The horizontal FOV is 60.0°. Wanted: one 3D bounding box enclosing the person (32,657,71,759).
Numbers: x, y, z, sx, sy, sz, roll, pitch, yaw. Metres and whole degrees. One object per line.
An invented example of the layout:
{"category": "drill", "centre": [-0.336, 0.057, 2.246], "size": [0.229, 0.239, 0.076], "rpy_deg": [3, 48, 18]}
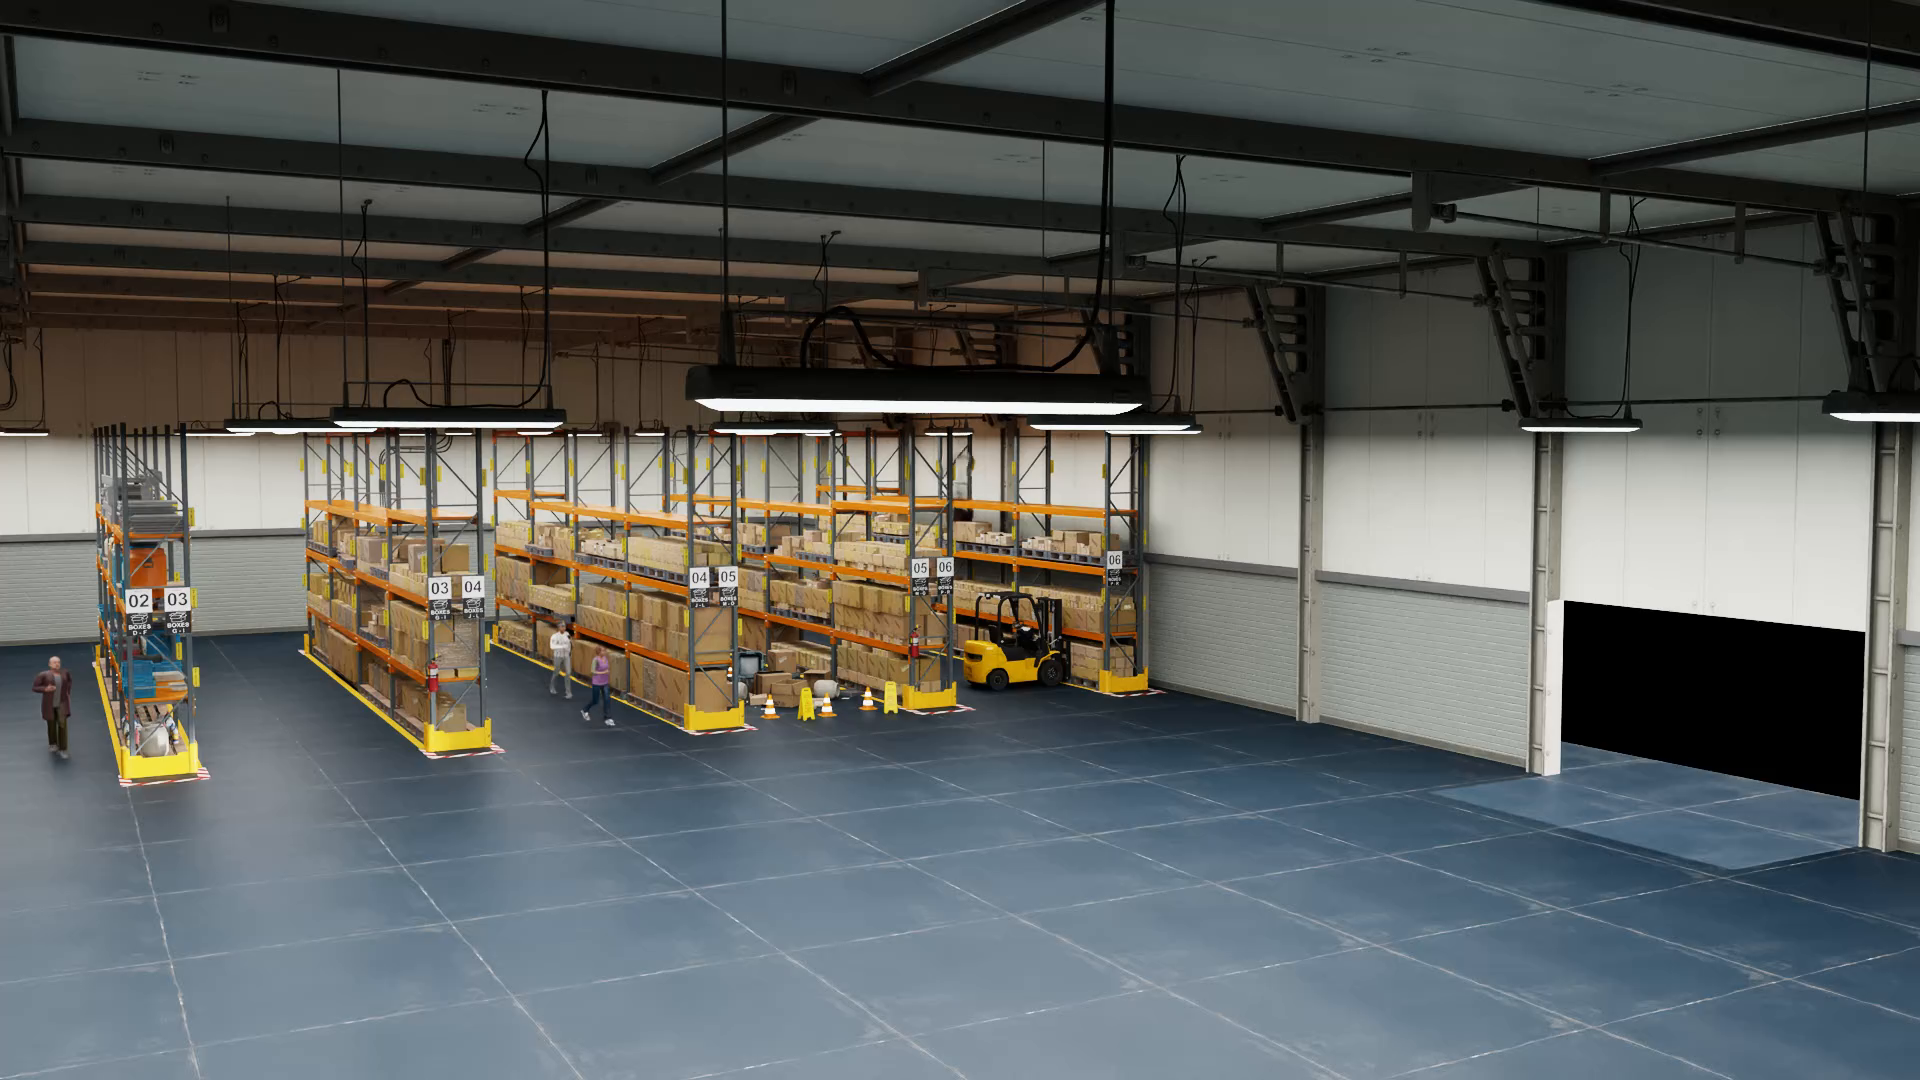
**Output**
{"category": "person", "centre": [-16.379, 3.020, 30.039], "size": [0.672, 1.842, 0.902], "rpy_deg": [-3, 4, -37]}

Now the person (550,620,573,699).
{"category": "person", "centre": [-8.854, 2.627, 36.895], "size": [0.589, 1.715, 0.883], "rpy_deg": [-3, 4, -37]}

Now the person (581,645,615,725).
{"category": "person", "centre": [-7.226, 2.887, 33.267], "size": [0.881, 1.586, 0.537], "rpy_deg": [2, 4, 34]}
